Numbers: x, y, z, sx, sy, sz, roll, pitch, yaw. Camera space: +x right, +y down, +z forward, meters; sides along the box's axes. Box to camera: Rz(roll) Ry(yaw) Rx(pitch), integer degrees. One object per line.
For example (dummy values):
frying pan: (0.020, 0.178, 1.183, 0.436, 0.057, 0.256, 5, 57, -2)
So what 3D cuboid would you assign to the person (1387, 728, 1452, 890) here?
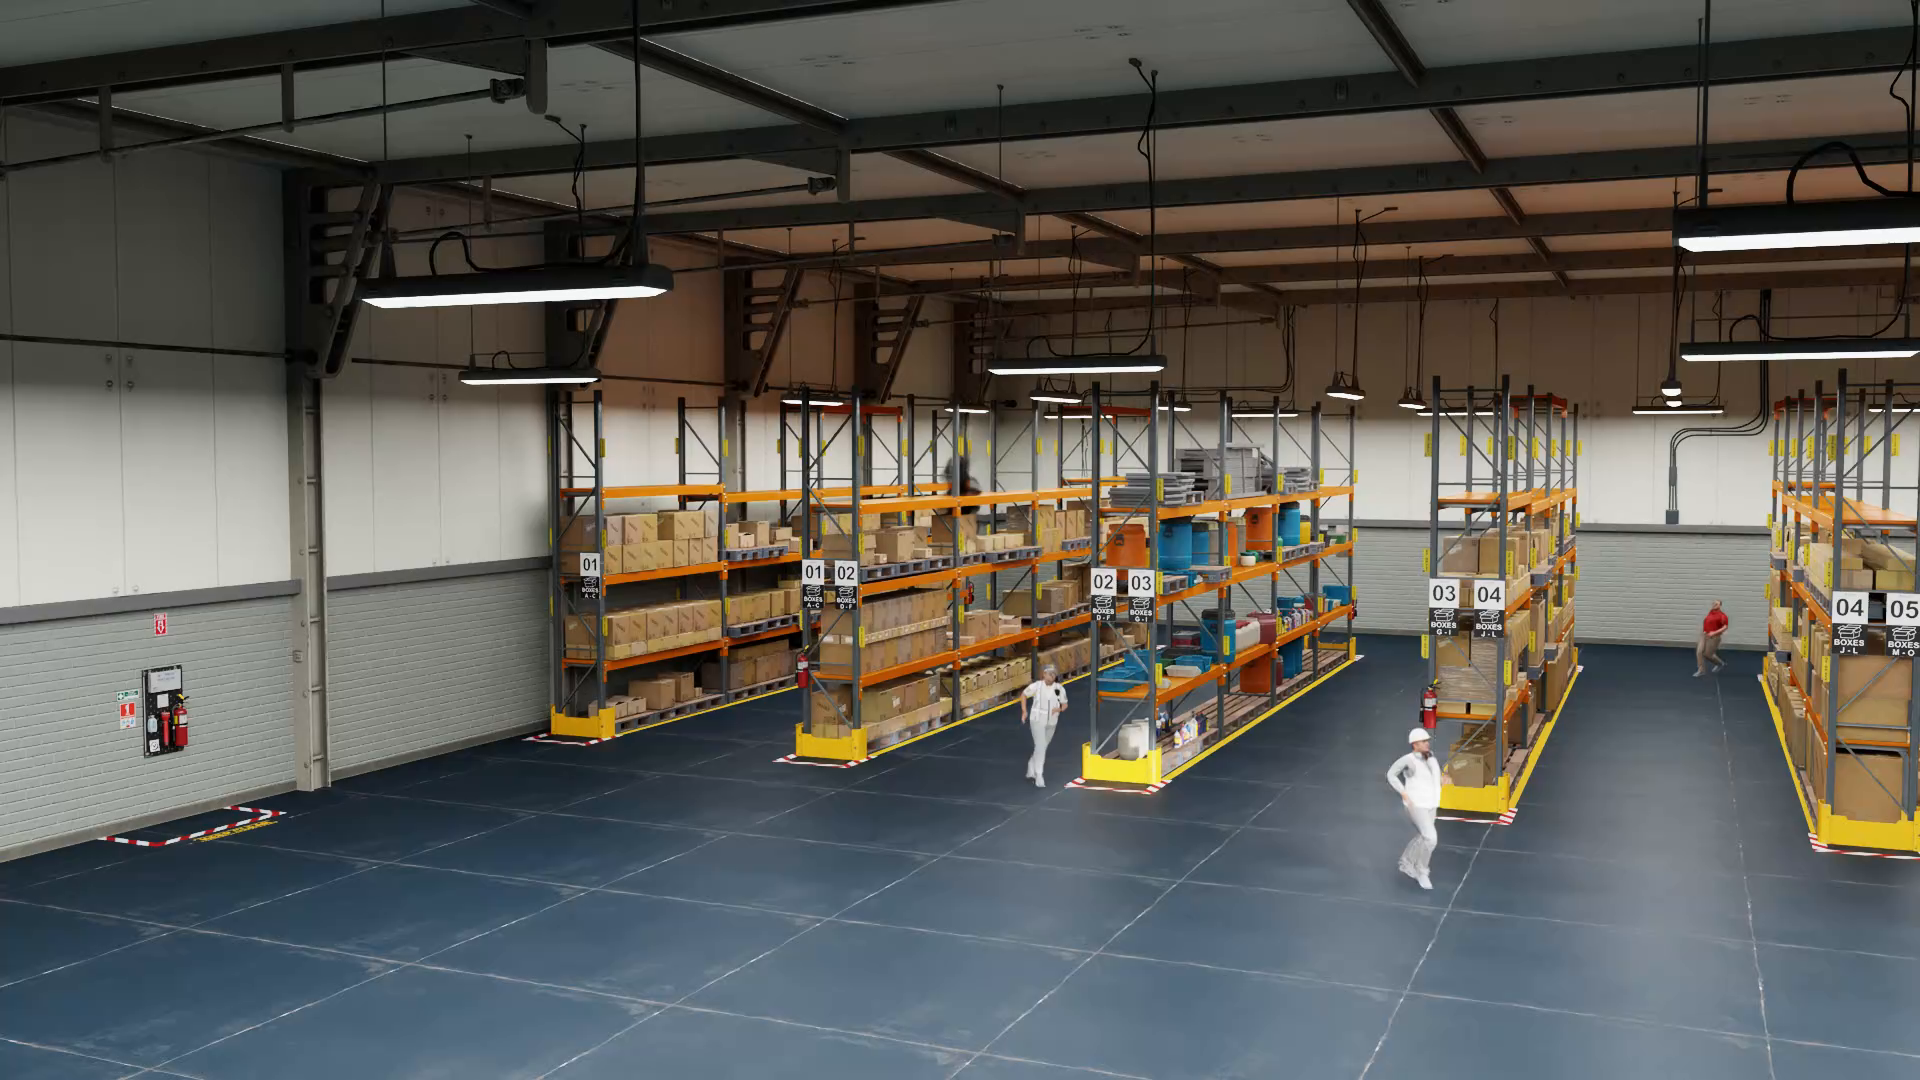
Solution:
person: (5.292, 3.071, 19.037, 0.637, 1.824, 0.715, -2, 4, -37)

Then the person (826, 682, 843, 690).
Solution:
person: (-2.285, 2.466, 31.052, 0.578, 1.670, 0.669, 1, 3, 17)

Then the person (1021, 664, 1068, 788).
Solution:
person: (1.295, 2.749, 24.902, 0.664, 1.777, 0.816, -1, 3, -17)

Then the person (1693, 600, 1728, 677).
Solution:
person: (16.478, 2.162, 36.433, 0.731, 1.703, 0.712, -1, 3, -17)
